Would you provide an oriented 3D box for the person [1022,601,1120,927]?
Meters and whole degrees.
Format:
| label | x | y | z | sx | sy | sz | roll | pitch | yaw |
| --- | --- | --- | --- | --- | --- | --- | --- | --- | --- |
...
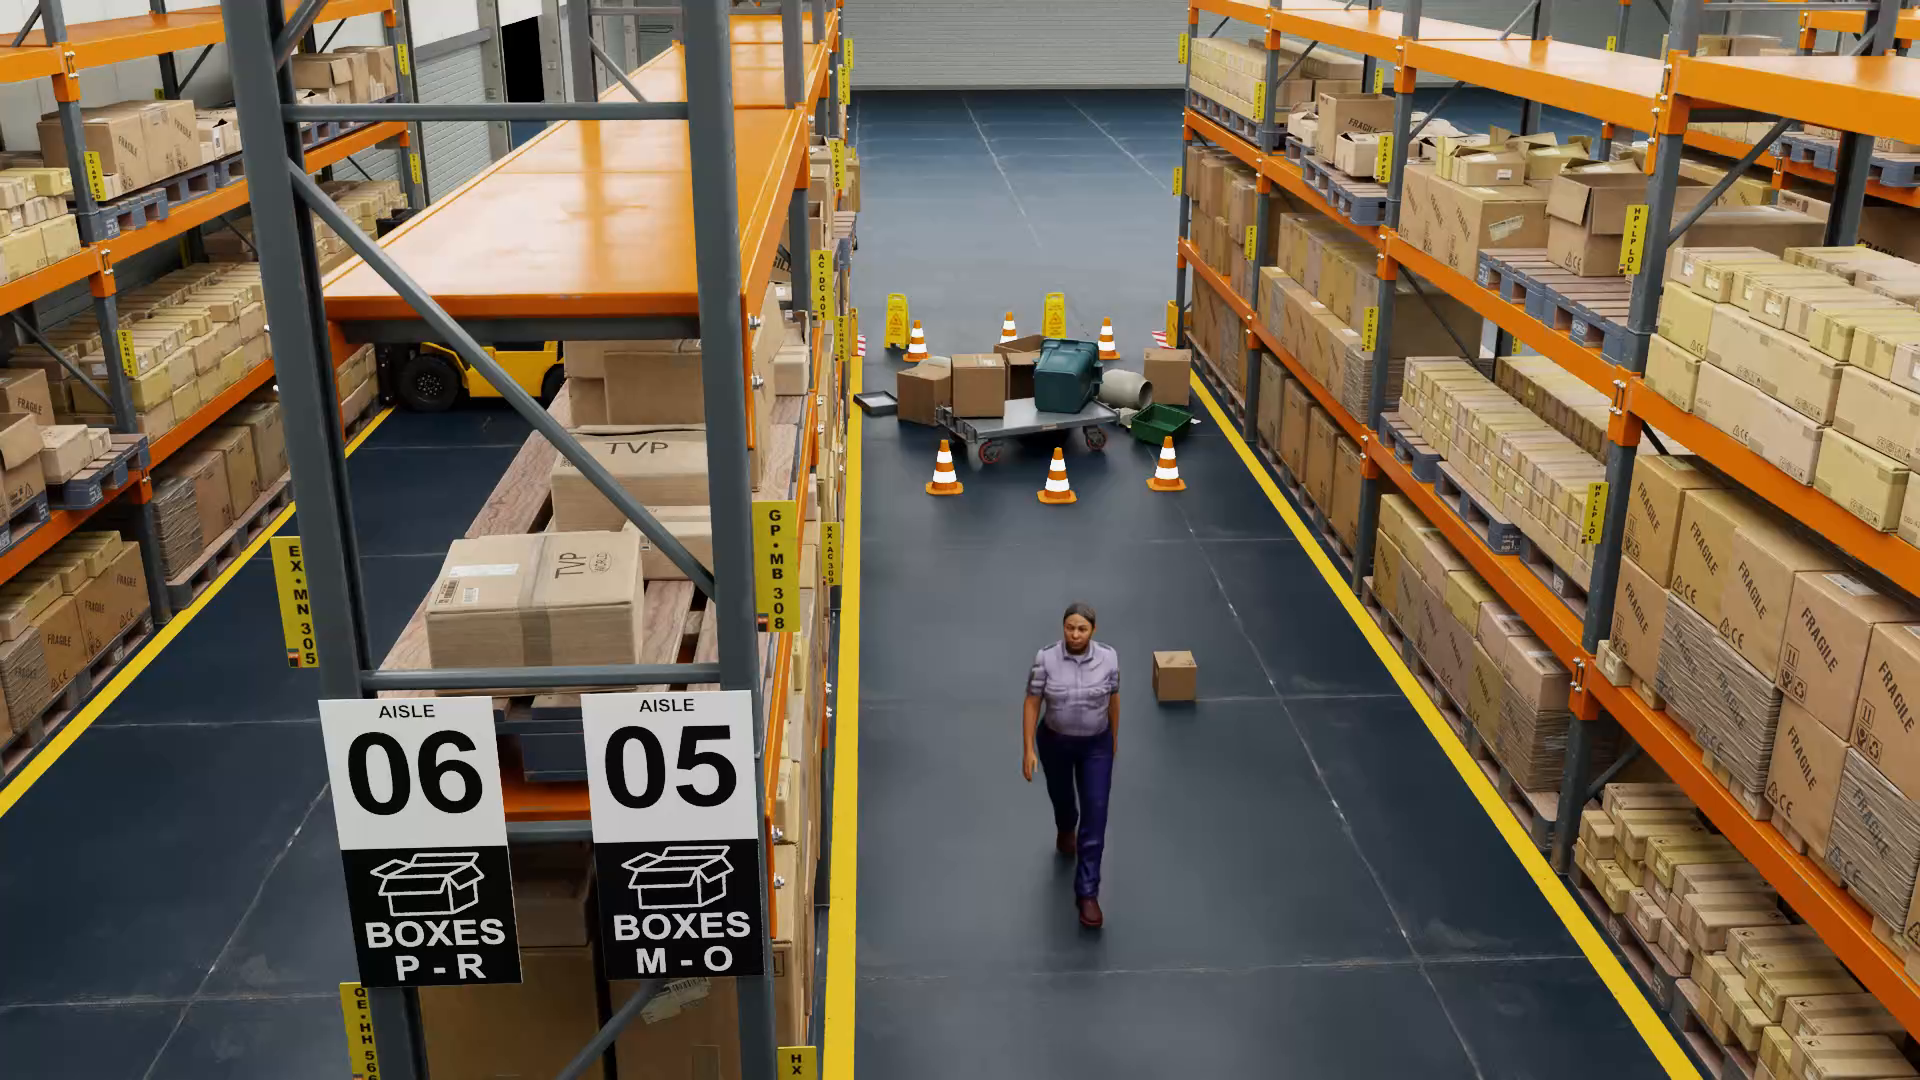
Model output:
| label | x | y | z | sx | sy | sz | roll | pitch | yaw |
| --- | --- | --- | --- | --- | --- | --- | --- | --- | --- |
| person | 0.574 | 1.086 | 8.689 | 0.496 | 1.566 | 1.030 | 2 | 21 | 6 |
